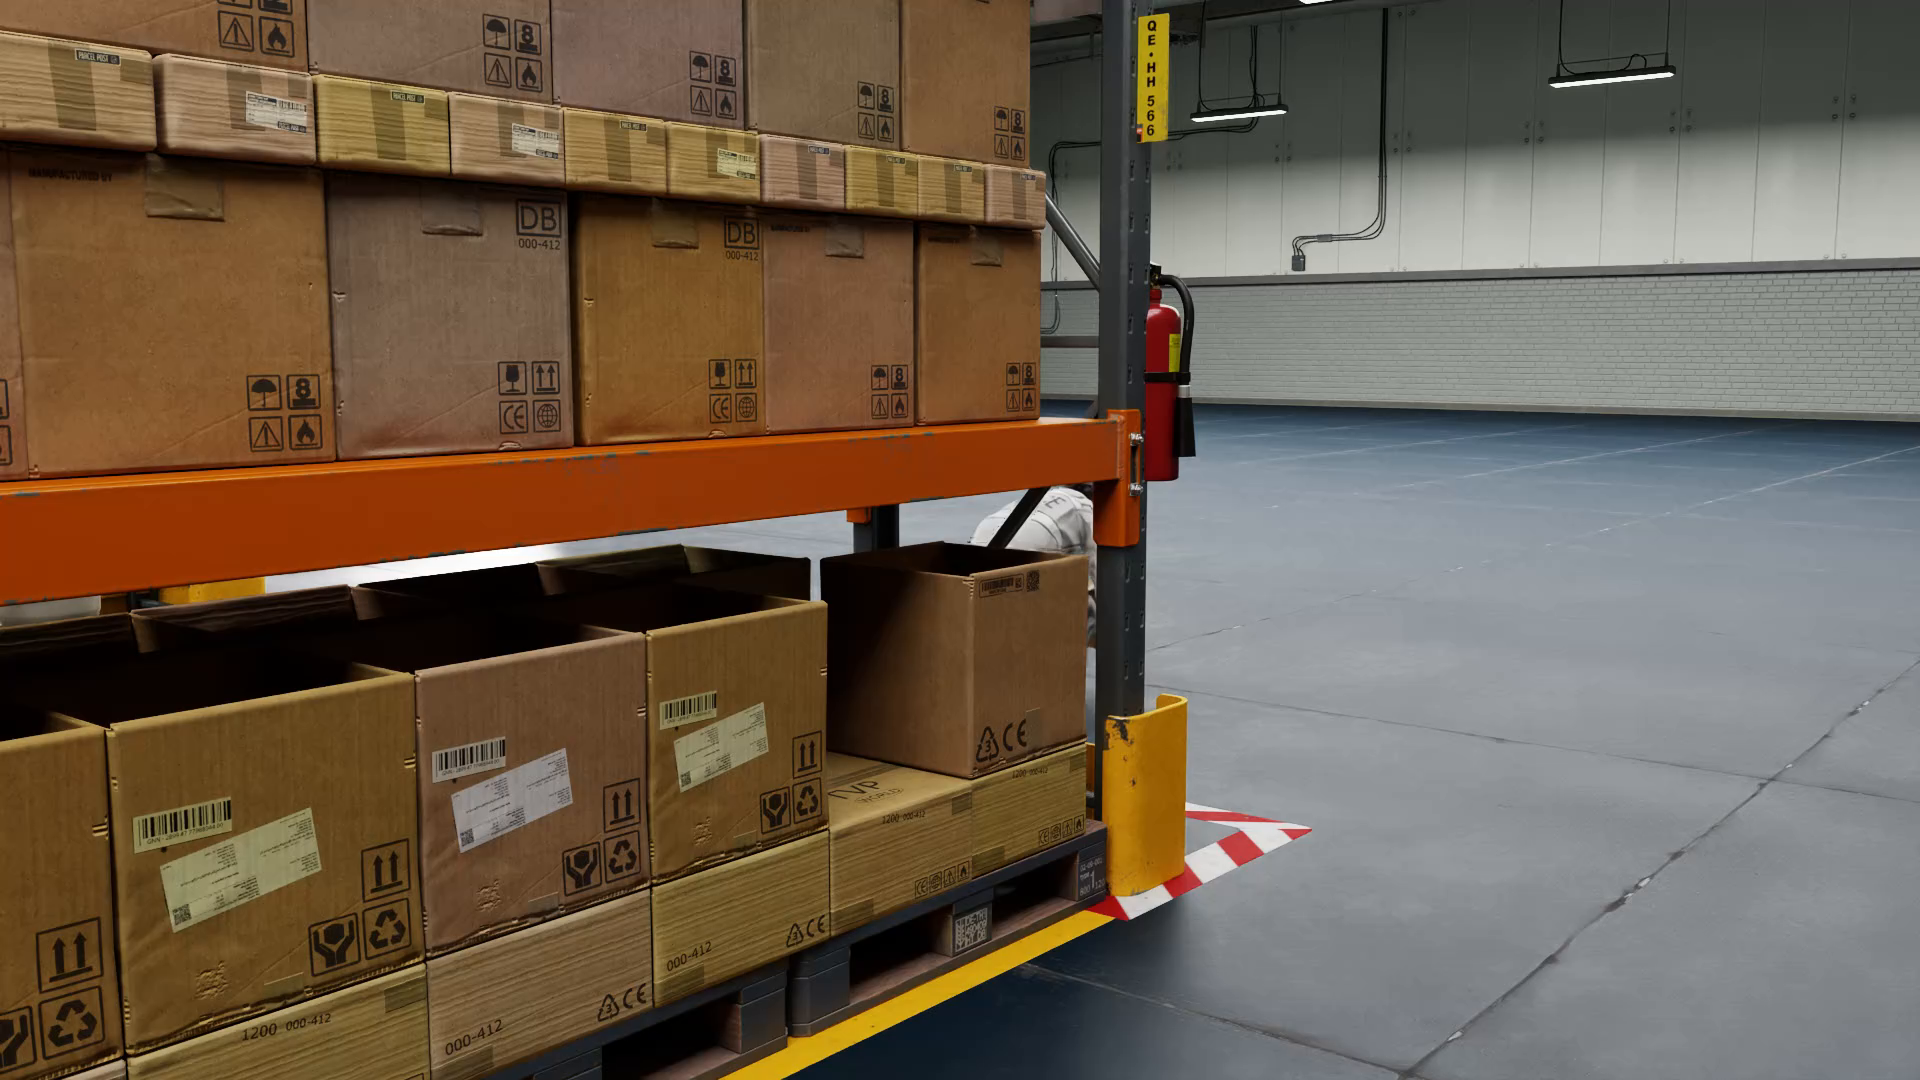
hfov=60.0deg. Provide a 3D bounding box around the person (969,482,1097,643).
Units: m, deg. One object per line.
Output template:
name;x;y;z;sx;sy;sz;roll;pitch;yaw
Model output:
person;0.386;0.192;7.025;0.455;0.983;0.906;5;8;36
